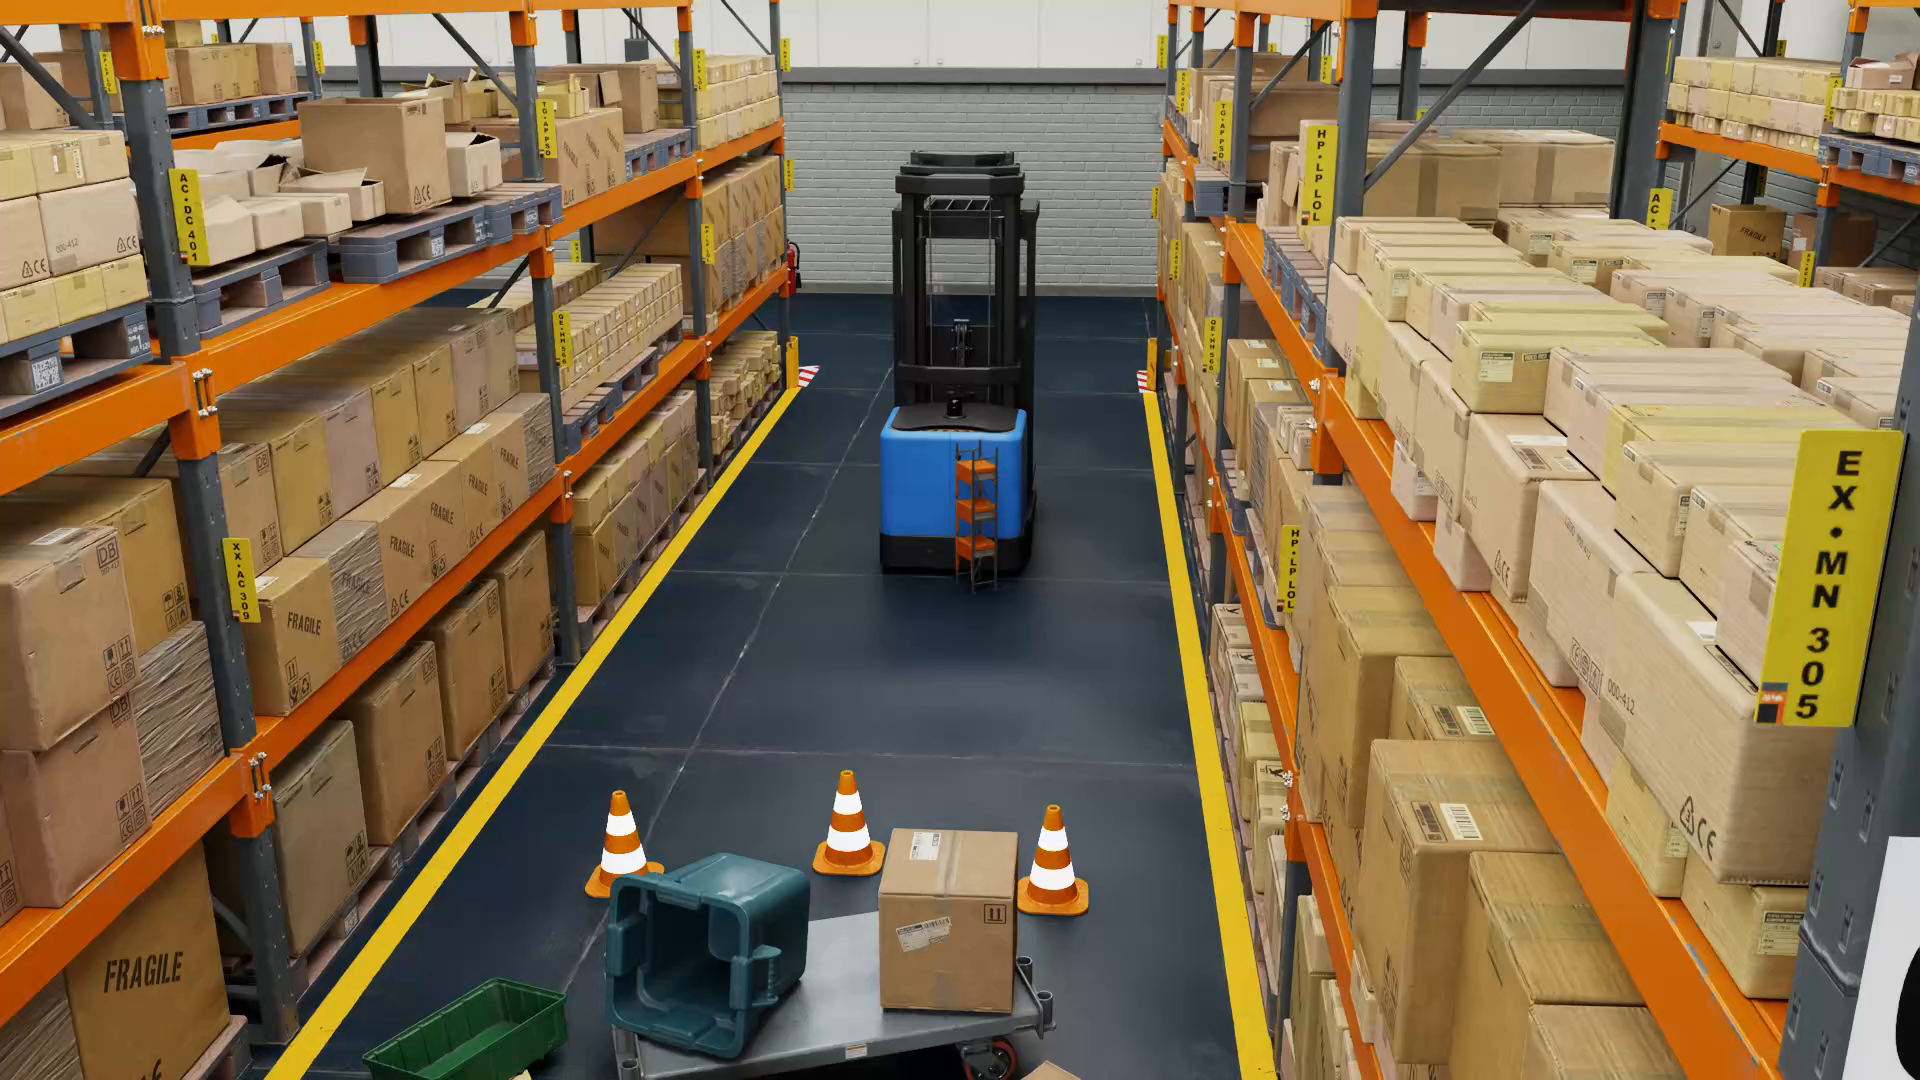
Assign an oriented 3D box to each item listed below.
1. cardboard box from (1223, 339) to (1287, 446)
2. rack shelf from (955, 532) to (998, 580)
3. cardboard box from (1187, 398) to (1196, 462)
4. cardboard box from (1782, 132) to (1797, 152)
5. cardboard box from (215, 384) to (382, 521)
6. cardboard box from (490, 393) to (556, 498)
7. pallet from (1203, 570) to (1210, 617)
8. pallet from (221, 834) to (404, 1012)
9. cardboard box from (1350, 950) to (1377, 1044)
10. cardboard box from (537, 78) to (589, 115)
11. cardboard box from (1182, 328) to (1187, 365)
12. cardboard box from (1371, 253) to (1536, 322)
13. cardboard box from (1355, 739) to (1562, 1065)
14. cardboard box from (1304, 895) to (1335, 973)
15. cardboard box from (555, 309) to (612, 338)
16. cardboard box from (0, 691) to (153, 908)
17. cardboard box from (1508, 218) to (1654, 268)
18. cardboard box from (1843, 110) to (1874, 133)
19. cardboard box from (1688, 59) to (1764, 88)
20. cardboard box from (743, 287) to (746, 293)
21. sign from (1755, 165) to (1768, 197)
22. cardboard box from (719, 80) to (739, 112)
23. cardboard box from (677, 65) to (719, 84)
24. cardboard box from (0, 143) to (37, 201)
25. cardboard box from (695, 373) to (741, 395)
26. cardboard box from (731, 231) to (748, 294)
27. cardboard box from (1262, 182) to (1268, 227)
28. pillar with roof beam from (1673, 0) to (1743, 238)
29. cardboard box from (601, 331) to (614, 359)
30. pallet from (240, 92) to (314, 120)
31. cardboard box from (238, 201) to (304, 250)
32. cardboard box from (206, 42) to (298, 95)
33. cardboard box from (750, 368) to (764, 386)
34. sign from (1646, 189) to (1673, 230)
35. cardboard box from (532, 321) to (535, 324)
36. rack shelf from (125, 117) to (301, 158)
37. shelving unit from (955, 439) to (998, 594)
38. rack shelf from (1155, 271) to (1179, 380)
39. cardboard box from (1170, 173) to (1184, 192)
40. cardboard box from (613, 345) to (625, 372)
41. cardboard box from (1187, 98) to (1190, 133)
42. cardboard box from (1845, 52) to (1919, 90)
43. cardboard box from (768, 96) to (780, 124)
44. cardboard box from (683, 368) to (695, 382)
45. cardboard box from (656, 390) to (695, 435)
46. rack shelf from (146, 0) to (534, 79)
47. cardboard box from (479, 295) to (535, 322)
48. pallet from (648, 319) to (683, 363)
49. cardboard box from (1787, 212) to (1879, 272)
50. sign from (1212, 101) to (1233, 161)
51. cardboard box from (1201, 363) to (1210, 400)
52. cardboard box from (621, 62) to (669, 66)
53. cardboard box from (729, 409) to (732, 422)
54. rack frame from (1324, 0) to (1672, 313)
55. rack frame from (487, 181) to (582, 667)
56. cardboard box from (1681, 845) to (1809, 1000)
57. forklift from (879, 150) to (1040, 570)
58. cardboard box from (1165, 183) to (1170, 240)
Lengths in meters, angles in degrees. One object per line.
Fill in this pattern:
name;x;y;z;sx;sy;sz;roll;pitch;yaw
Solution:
cardboard box;1.766;-0.830;9.326;0.500;0.500;0.500;1;18;2
rack shelf;0.117;0.111;11.825;0.215;0.259;0.240;-9;20;-26
cardboard box;2.468;-0.993;14.576;0.875;0.438;0.875;1;18;3
cardboard box;7.047;-3.292;13.739;0.380;0.149;0.250;2;18;6
cardboard box;-3.101;-0.407;7.580;0.700;0.500;0.500;1;18;4
cardboard box;-2.680;-0.557;9.644;0.500;0.500;0.500;1;18;4
pallet;2.161;0.506;11.040;1.003;0.211;1.213;1;18;4
pallet;-3.222;1.671;7.484;1.003;0.211;1.213;1;18;4
cardboard box;1.298;1.273;4.623;0.380;0.149;0.250;1;18;4
cardboard box;-2.596;-2.852;10.601;0.396;0.266;0.258;1;18;4
cardboard box;1.985;-1.456;12.789;0.500;0.250;0.500;1;18;3
cardboard box;1.331;-0.684;4.499;0.380;0.149;0.250;1;18;4
cardboard box;1.252;0.763;3.532;0.700;0.500;0.500;1;18;3
cardboard box;1.362;1.323;5.562;0.380;0.149;0.250;2;18;5
cardboard box;-2.614;-1.483;11.406;0.380;0.149;0.250;2;18;6
cardboard box;-3.234;0.802;5.417;0.875;0.550;0.550;1;18;4
cardboard box;1.937;-0.915;5.205;0.380;0.149;0.250;2;18;5
cardboard box;6.795;-3.098;12.313;0.380;0.149;0.250;1;18;5
cardboard box;7.216;-4.394;15.660;0.500;0.250;0.500;1;18;4
cardboard box;-2.267;-2.432;15.931;0.380;0.149;0.250;2;18;5
sign;8.106;-3.633;16.826;0.100;0.325;0.005;1;18;4
cardboard box;-2.265;-3.944;14.763;0.500;0.250;0.500;2;18;5
cardboard box;-2.288;-4.006;14.313;0.380;0.149;0.250;1;18;2
cardboard box;-2.948;-1.068;4.835;0.380;0.149;0.250;1;18;4
cardboard box;-2.254;-1.450;15.479;0.380;0.149;0.250;2;18;5
cardboard box;-2.242;-2.544;15.231;0.500;0.500;0.500;1;18;3
cardboard box;1.818;-1.764;8.889;0.396;0.266;0.258;1;18;4
pillar with roof beam;4.352;-6.715;18.965;9.100;9.000;0.400;1;18;4
cardboard box;-2.611;-1.345;11.463;0.380;0.149;0.250;1;18;4
pallet;-7.325;-4.435;16.964;1.003;0.211;1.213;1;18;4
cardboard box;-2.881;-1.283;6.771;0.250;0.149;0.380;1;18;4
cardboard box;-7.266;-4.839;17.061;0.700;0.500;0.500;0;18;1
cardboard box;-2.155;-1.633;16.516;0.380;0.149;0.250;2;18;5
sign;2.284;-0.995;5.495;0.100;0.325;0.005;1;18;4
cardboard box;-3.226;-1.521;11.999;0.380;0.149;0.250;1;18;3
rack shelf;-7.426;-3.744;15.871;1.077;0.370;4.000;1;18;4
shelving unit;0.117;-0.163;11.735;0.215;1.050;0.252;-9;20;-26
rack shelf;2.459;-2.098;15.663;1.077;0.370;4.000;1;18;4
cardboard box;2.148;-3.307;15.390;0.380;0.149;0.250;1;18;3
cardboard box;-2.589;-1.282;11.746;0.380;0.149;0.250;2;18;5
cardboard box;1.931;-3.232;12.693;0.396;0.266;0.258;1;18;3
cardboard box;6.897;-3.514;12.439;0.396;0.266;0.258;1;18;3
cardboard box;-2.111;-4.347;16.795;0.500;0.250;0.500;1;18;3
cardboard box;-2.716;-1.623;16.007;0.380;0.149;0.250;1;18;4
cardboard box;-2.430;-1.029;13.380;0.500;0.250;0.500;1;18;2
rack shelf;-3.059;-2.353;7.450;1.077;0.370;4.000;1;18;4
cardboard box;-3.223;-1.663;11.954;0.380;0.149;0.250;2;18;6
pallet;-2.829;-1.572;13.212;1.003;0.211;1.213;1;18;4
cardboard box;7.639;-2.592;14.574;0.500;0.500;0.500;1;18;2
sign;1.476;-2.300;9.349;0.100;0.325;0.005;1;18;4
cardboard box;1.843;-1.058;10.772;0.500;0.250;0.500;1;18;2
cardboard box;-2.812;-4.184;14.856;0.380;0.149;0.250;1;18;4
cardboard box;-2.345;-1.173;15.591;0.380;0.149;0.250;1;18;2
rack frame;1.742;-2.185;5.138;1.000;3.000;0.127;1;18;4
rack frame;-2.916;-0.655;10.105;1.000;3.000;0.127;1;18;4
cardboard box;1.202;0.485;2.210;0.380;0.149;0.250;1;18;4
forklift;0.052;-1.588;13.063;1.130;2.935;3.031;1;18;4
cardboard box;2.225;-3.120;15.861;0.500;0.500;0.500;1;18;3
